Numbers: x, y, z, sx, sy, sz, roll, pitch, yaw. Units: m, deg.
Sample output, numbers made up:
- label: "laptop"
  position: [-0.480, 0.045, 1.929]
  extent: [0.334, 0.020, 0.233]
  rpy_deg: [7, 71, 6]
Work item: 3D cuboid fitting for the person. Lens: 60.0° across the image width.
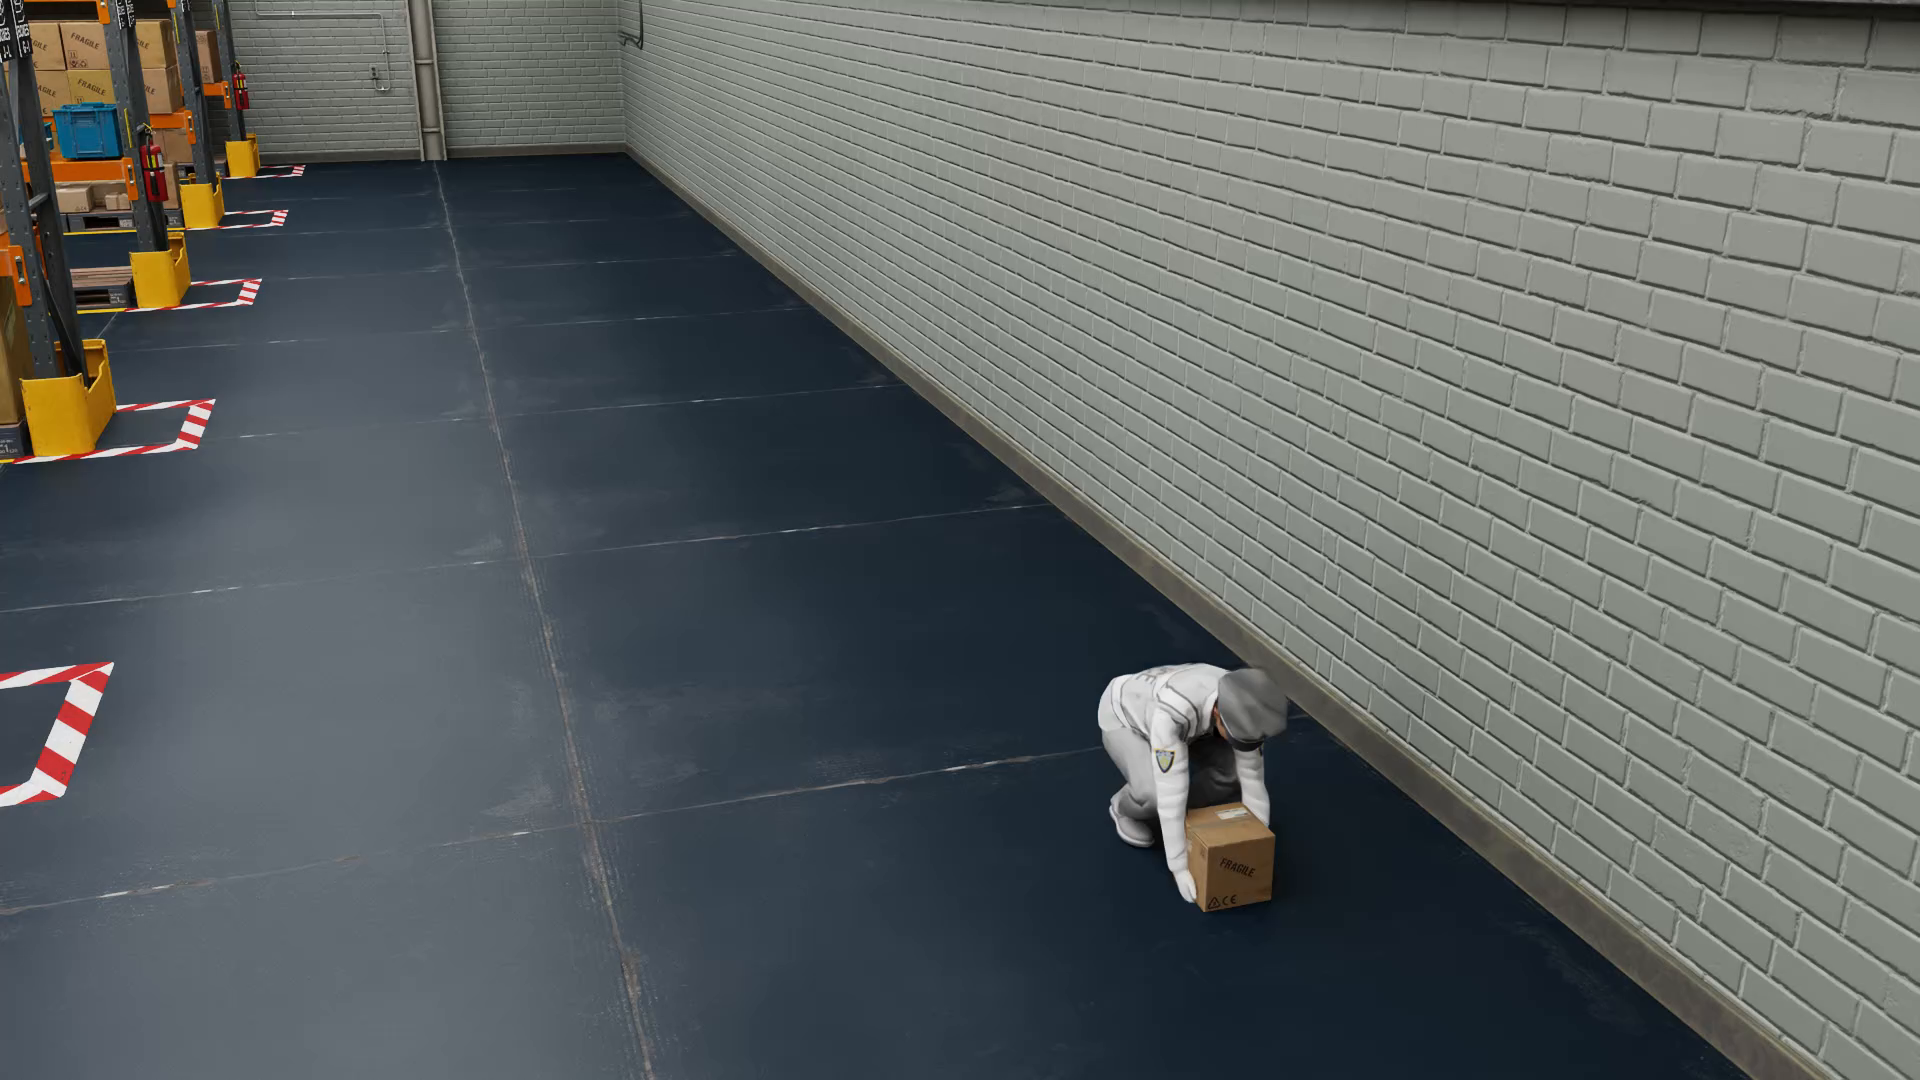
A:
- label: "person"
  position: [0.799, 0.745, 5.823]
  extent: [0.473, 0.851, 0.873]
  rpy_deg: [-6, 20, -17]
